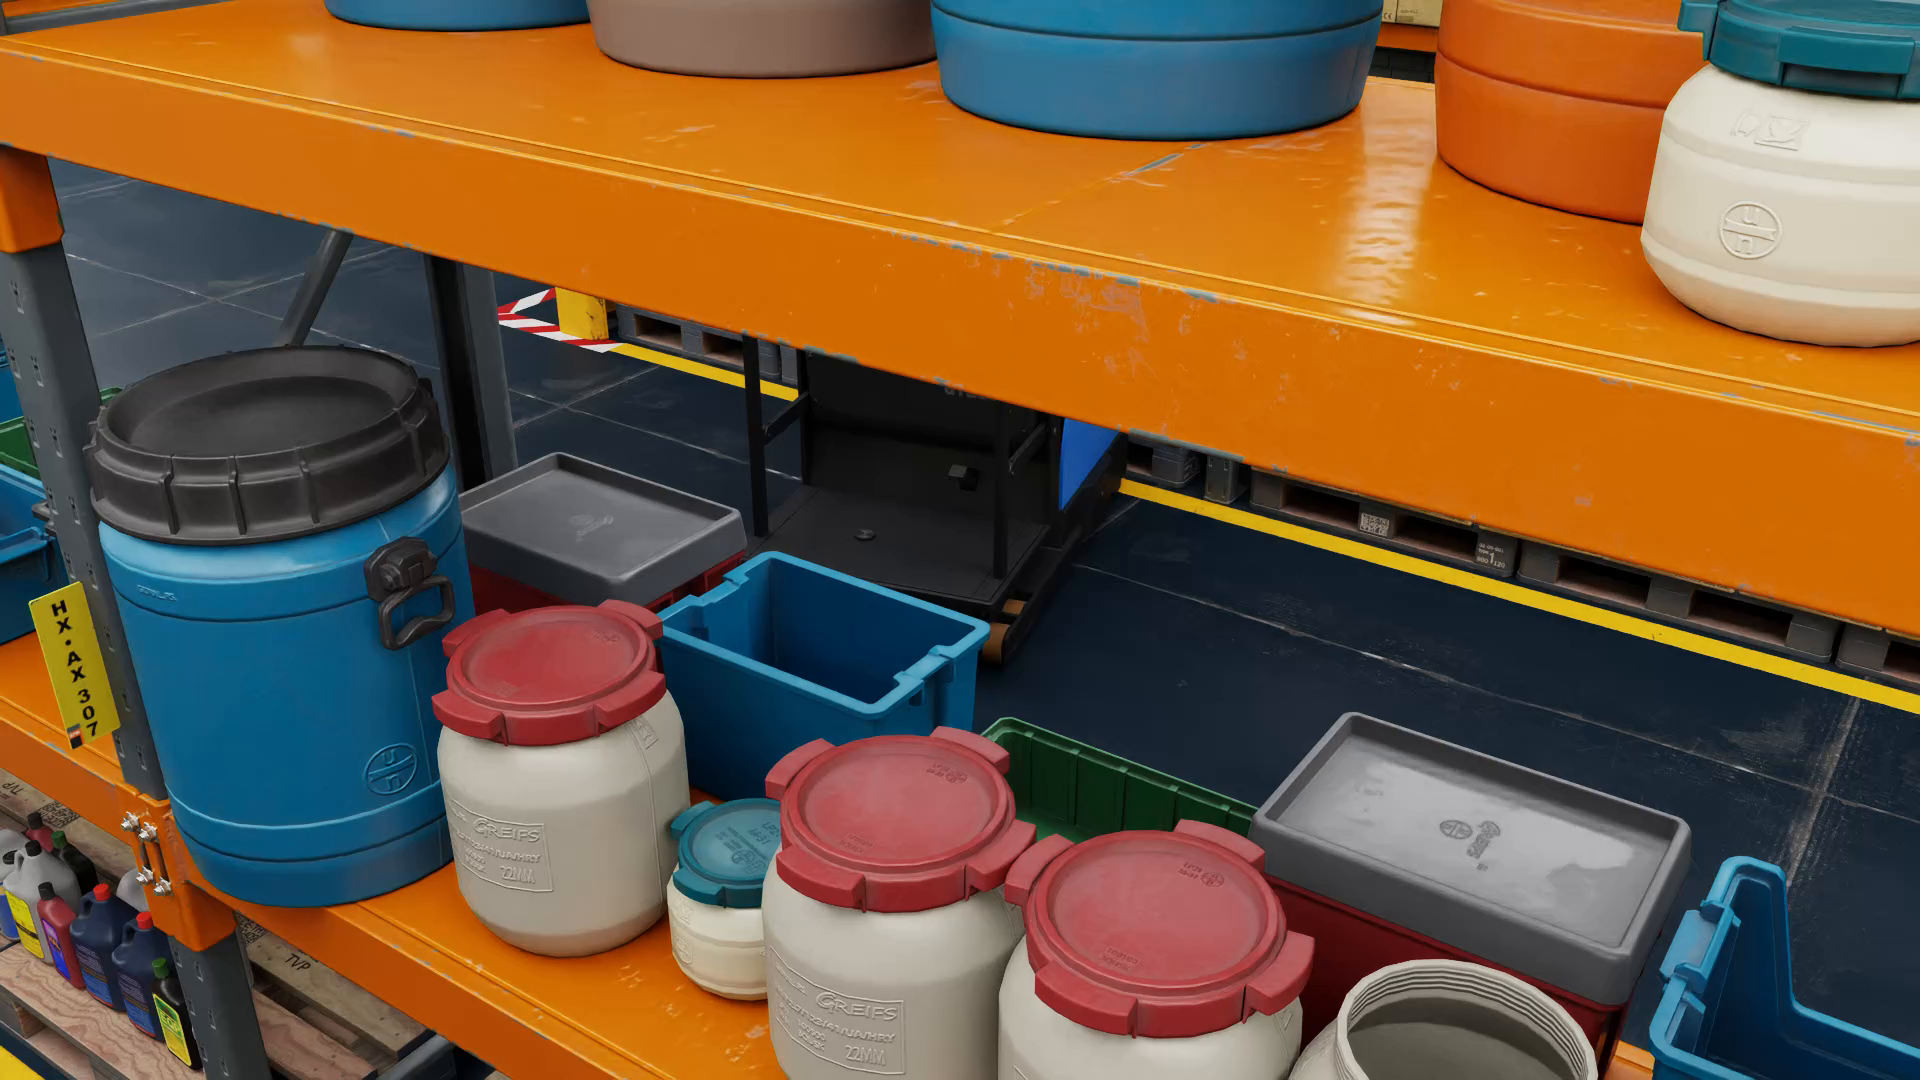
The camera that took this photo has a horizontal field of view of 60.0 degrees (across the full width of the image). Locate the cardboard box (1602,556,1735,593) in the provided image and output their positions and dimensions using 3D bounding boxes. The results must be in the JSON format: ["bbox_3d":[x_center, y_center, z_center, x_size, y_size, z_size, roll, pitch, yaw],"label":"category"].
[{"bbox_3d":[2.907,-0.060,6.630,0.500,0.250,0.500,18,32,31],"label":"cardboard box"}]

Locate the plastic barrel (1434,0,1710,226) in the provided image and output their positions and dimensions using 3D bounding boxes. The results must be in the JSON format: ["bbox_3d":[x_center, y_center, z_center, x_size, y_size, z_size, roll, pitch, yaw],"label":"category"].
[{"bbox_3d":[0.843,-0.799,1.733,0.708,0.830,0.600,17,32,30],"label":"plastic barrel"}]

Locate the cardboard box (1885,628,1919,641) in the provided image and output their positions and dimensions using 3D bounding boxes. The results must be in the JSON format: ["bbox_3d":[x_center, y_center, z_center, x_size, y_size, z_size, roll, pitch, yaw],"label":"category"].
[{"bbox_3d":[3.745,0.201,6.116,0.500,0.250,0.500,17,31,30],"label":"cardboard box"}]

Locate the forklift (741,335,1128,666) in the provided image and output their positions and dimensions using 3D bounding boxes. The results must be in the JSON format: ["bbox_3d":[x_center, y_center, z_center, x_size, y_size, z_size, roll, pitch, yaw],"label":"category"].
[{"bbox_3d":[-0.221,-1.041,6.064,1.130,2.935,3.031,10,29,18],"label":"forklift"}]

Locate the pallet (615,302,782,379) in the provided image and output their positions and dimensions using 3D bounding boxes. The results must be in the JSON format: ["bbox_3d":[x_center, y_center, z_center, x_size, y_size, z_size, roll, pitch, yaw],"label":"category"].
[{"bbox_3d":[-1.197,-1.293,9.558,1.213,0.211,1.003,17,32,30],"label":"pallet"}]

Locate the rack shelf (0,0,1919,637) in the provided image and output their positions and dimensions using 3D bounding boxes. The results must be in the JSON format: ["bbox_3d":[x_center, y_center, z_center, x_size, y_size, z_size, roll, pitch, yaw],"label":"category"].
[{"bbox_3d":[0.287,-0.341,2.099,4.000,0.370,1.077,17,32,30],"label":"rack shelf"}]

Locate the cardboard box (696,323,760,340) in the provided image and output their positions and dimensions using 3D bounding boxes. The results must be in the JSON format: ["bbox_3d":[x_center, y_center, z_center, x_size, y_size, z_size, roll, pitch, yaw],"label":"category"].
[{"bbox_3d":[-1.120,-1.330,9.125,0.500,0.250,0.500,17,32,30],"label":"cardboard box"}]

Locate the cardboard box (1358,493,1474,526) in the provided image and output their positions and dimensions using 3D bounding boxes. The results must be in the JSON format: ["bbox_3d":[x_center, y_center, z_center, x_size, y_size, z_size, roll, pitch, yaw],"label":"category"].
[{"bbox_3d":[2.059,-0.323,7.146,0.500,0.250,0.500,18,32,32],"label":"cardboard box"}]

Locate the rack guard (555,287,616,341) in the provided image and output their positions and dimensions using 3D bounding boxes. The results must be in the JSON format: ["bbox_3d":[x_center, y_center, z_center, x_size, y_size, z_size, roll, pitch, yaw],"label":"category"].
[{"bbox_3d":[-1.871,-1.609,9.860,0.348,0.500,1.175,17,32,30],"label":"rack guard"}]

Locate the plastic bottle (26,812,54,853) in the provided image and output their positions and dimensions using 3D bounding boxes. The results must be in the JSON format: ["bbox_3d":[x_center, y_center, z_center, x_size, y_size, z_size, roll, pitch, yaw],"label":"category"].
[{"bbox_3d":[-2.551,0.903,4.678,0.133,0.283,0.061,17,32,30],"label":"plastic bottle"}]

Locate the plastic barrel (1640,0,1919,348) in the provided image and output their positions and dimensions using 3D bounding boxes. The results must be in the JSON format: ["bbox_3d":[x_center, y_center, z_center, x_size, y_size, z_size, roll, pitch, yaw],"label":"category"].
[{"bbox_3d":[0.756,-0.326,1.428,0.301,0.262,0.301,0,27,0],"label":"plastic barrel"}]

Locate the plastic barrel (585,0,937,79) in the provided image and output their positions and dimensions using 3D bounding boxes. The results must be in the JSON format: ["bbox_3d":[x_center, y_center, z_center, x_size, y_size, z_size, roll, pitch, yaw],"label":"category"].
[{"bbox_3d":[-0.280,-1.181,2.404,0.600,0.901,0.600,0,27,0],"label":"plastic barrel"}]

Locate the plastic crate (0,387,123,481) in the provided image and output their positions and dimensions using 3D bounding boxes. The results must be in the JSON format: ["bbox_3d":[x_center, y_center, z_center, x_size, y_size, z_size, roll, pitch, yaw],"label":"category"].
[{"bbox_3d":[-2.320,-0.198,4.566,0.662,0.188,0.450,17,32,30],"label":"plastic crate"}]

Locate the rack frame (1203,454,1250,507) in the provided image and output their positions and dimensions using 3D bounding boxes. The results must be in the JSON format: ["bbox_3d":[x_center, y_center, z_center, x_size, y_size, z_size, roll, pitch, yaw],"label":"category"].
[{"bbox_3d":[1.446,-1.689,7.262,0.127,3.000,1.000,17,32,30],"label":"rack frame"}]

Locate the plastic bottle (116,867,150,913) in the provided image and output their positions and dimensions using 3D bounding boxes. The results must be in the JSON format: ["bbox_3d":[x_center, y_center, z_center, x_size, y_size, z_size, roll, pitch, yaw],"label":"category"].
[{"bbox_3d":[-2.150,1.011,4.475,0.135,0.276,0.152,17,32,30],"label":"plastic bottle"}]

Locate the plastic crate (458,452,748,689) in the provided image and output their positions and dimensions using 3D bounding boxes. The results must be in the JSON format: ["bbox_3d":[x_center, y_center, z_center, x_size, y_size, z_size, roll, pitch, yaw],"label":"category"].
[{"bbox_3d":[-0.789,0.143,3.591,0.583,0.464,0.402,17,32,30],"label":"plastic crate"}]

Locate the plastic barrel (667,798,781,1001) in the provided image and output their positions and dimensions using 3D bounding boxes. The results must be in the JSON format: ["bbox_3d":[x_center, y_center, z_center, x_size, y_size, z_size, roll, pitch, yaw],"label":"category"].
[{"bbox_3d":[-0.357,0.620,2.876,0.301,0.262,0.301,0,27,0],"label":"plastic barrel"}]

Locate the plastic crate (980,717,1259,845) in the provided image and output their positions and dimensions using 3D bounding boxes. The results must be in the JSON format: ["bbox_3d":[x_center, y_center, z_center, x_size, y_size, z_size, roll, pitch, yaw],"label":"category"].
[{"bbox_3d":[0.234,0.598,3.002,0.662,0.188,0.450,17,32,30],"label":"plastic crate"}]

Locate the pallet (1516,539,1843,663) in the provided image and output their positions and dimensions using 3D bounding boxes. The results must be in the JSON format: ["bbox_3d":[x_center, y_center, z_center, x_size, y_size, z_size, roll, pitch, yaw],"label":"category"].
[{"bbox_3d":[3.086,0.041,6.937,1.213,0.211,1.003,17,32,30],"label":"pallet"}]

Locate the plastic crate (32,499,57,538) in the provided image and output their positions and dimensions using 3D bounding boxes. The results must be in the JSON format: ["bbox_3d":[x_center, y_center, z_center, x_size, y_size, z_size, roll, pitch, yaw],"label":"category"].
[{"bbox_3d":[-1.721,0.007,3.997,0.504,0.338,0.767,17,32,30],"label":"plastic crate"}]

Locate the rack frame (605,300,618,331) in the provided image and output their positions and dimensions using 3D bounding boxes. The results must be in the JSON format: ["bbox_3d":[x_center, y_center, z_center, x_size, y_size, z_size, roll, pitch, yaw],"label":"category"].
[{"bbox_3d":[-1.851,-2.716,9.281,0.127,3.000,1.000,17,32,30],"label":"rack frame"}]

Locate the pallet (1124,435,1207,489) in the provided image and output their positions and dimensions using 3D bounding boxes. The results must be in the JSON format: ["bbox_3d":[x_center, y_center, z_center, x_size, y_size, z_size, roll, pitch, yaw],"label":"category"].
[{"bbox_3d":[0.815,-0.667,8.327,1.213,0.211,1.003,17,32,30],"label":"pallet"}]

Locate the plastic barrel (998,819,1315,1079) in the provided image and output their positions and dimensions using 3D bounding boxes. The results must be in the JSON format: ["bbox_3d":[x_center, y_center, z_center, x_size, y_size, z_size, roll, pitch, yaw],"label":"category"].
[{"bbox_3d":[0.265,0.728,2.362,0.433,0.535,0.433,0,27,0],"label":"plastic barrel"}]

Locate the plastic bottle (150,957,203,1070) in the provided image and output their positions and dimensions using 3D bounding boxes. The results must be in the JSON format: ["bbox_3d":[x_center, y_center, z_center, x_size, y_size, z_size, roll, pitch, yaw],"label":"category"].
[{"bbox_3d":[-1.944,1.176,4.142,0.133,0.283,0.061,19,33,33],"label":"plastic bottle"}]

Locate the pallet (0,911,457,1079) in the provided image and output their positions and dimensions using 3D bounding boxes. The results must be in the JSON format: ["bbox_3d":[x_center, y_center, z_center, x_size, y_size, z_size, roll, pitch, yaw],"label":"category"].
[{"bbox_3d":[-1.891,1.216,4.627,1.213,0.211,1.003,17,32,30],"label":"pallet"}]

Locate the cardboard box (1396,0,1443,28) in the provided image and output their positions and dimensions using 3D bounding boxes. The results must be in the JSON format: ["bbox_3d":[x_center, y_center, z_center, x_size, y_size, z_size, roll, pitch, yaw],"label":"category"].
[{"bbox_3d":[3.280,-3.624,11.207,0.500,0.250,0.500,17,32,31],"label":"cardboard box"}]

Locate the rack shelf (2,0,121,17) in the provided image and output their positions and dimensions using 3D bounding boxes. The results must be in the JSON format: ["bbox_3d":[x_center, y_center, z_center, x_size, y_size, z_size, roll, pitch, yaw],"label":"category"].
[{"bbox_3d":[-3.010,-1.368,4.117,4.000,0.370,1.077,17,32,30],"label":"rack shelf"}]

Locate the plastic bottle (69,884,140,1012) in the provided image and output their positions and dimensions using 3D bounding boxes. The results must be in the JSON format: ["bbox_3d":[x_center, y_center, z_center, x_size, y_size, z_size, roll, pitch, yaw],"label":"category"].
[{"bbox_3d":[-2.213,1.039,4.336,0.185,0.351,0.144,16,31,28],"label":"plastic bottle"}]

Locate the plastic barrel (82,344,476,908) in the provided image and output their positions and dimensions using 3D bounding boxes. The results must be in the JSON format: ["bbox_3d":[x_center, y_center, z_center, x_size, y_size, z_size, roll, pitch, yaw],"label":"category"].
[{"bbox_3d":[-1.214,0.151,3.094,0.708,0.901,0.600,17,32,30],"label":"plastic barrel"}]

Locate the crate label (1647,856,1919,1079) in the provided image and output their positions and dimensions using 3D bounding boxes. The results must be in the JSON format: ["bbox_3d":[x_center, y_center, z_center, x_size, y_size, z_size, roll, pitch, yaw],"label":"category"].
[{"bbox_3d":[1.270,0.817,2.299,0.616,0.435,0.502,17,32,30],"label":"crate label"}]

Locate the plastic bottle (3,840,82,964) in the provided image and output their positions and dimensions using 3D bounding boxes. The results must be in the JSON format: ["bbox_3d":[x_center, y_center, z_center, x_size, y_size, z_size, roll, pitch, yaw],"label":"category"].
[{"bbox_3d":[-2.480,0.956,4.499,0.185,0.351,0.144,17,32,30],"label":"plastic bottle"}]

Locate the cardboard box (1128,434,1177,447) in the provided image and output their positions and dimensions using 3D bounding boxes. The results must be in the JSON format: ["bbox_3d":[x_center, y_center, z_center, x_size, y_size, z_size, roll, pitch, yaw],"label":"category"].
[{"bbox_3d":[0.940,-0.688,7.864,0.500,0.250,0.500,17,32,30],"label":"cardboard box"}]
